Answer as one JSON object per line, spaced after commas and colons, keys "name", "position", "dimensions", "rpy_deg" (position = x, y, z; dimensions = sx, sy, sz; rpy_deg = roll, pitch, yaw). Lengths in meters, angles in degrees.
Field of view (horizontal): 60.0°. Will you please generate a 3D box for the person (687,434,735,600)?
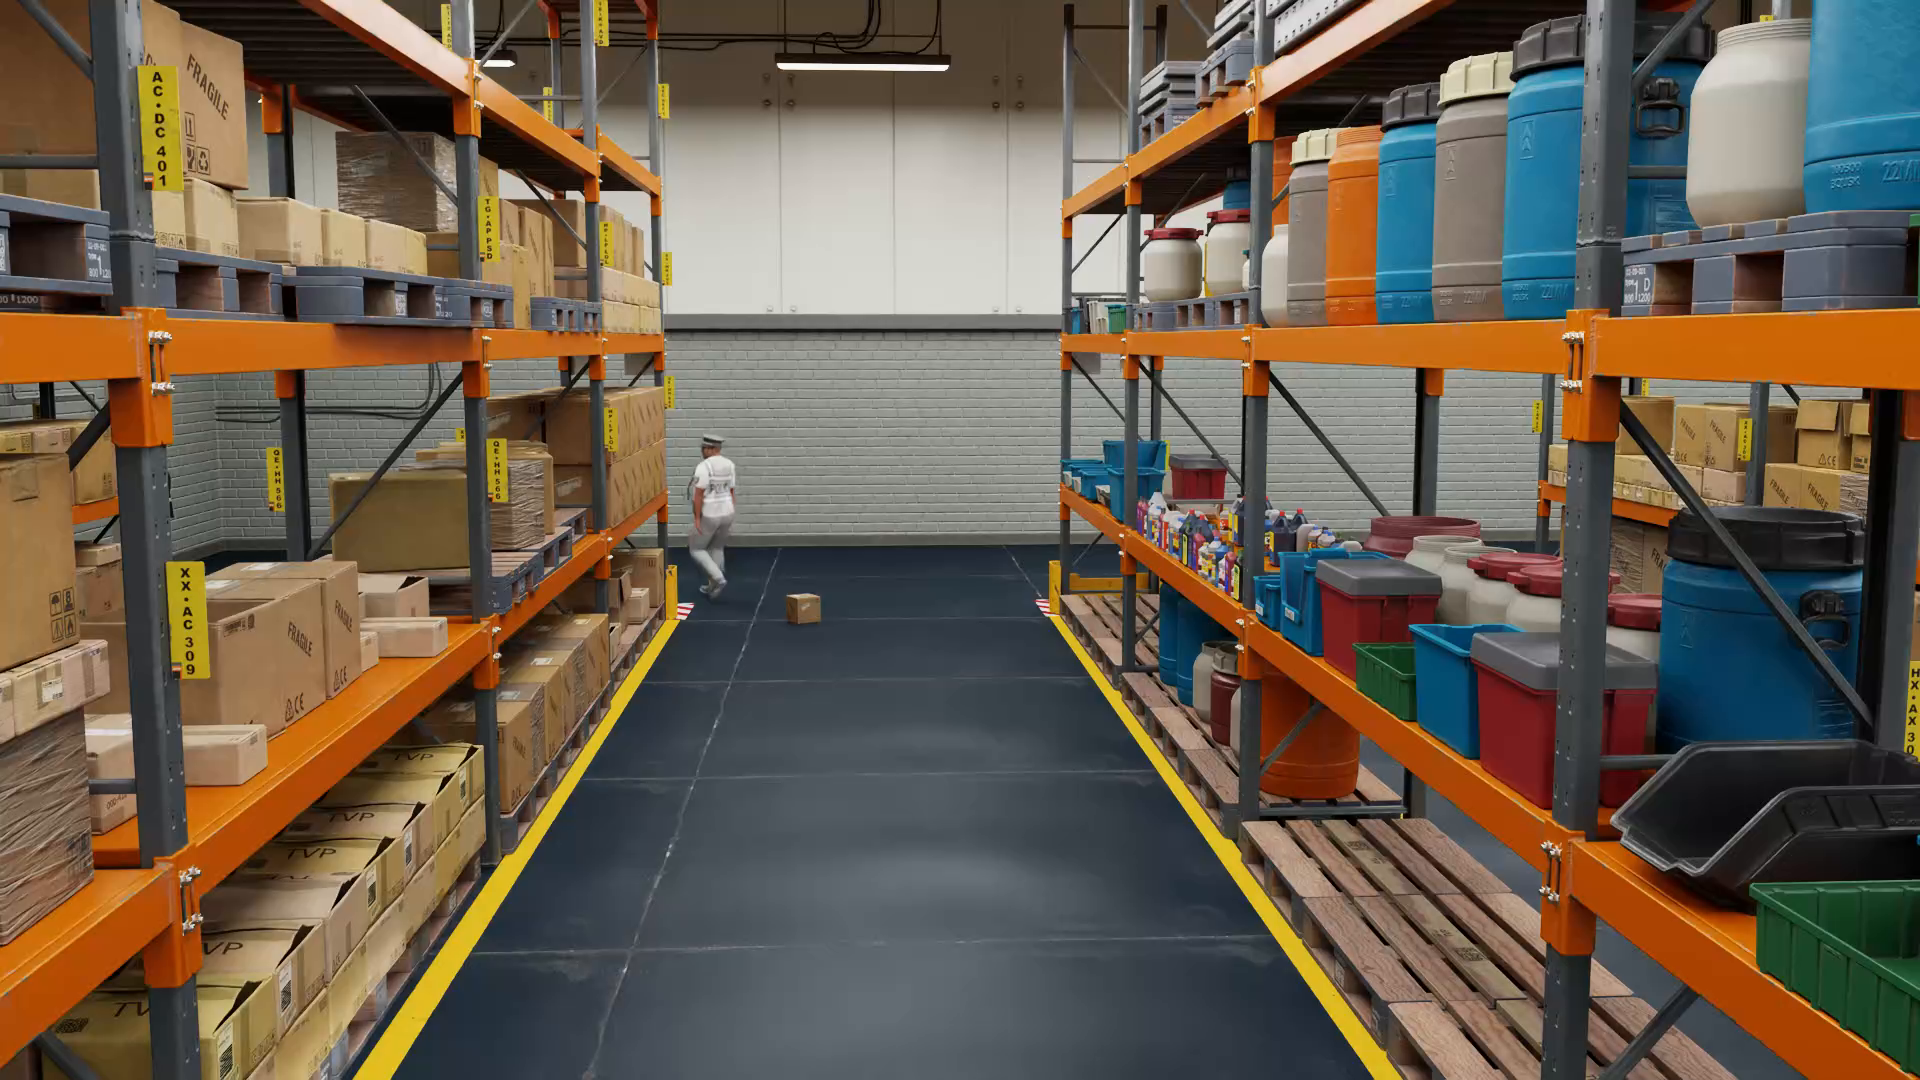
{"name": "person", "position": [-2.645, -0.252, 17.659], "dimensions": [0.606, 1.758, 0.552], "rpy_deg": [6, 9, 41]}
